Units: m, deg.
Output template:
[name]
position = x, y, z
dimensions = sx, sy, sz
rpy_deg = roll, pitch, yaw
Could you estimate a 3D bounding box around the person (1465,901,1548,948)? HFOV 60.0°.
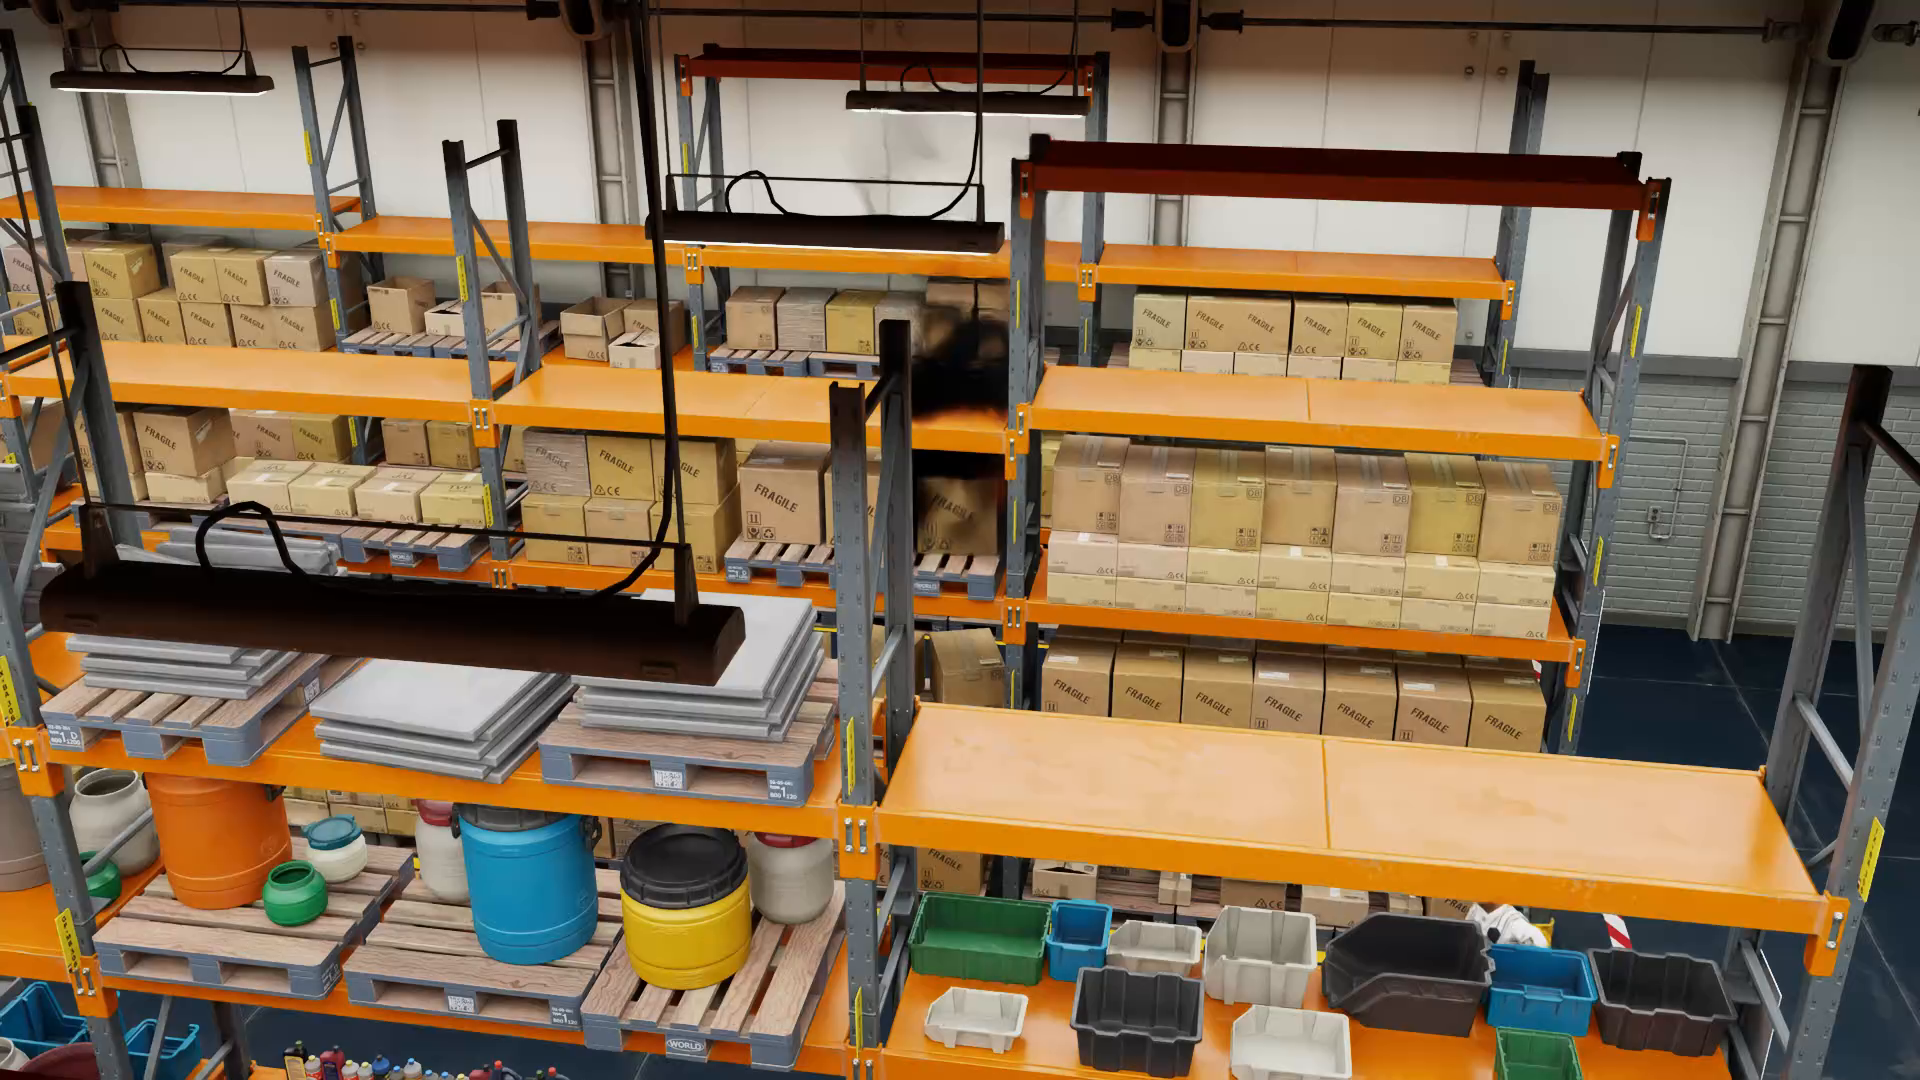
[person]
position = 3.572, 2.971, 11.133
dimensions = 0.726, 1.701, 0.761
rpy_deg = -2, 23, -4
